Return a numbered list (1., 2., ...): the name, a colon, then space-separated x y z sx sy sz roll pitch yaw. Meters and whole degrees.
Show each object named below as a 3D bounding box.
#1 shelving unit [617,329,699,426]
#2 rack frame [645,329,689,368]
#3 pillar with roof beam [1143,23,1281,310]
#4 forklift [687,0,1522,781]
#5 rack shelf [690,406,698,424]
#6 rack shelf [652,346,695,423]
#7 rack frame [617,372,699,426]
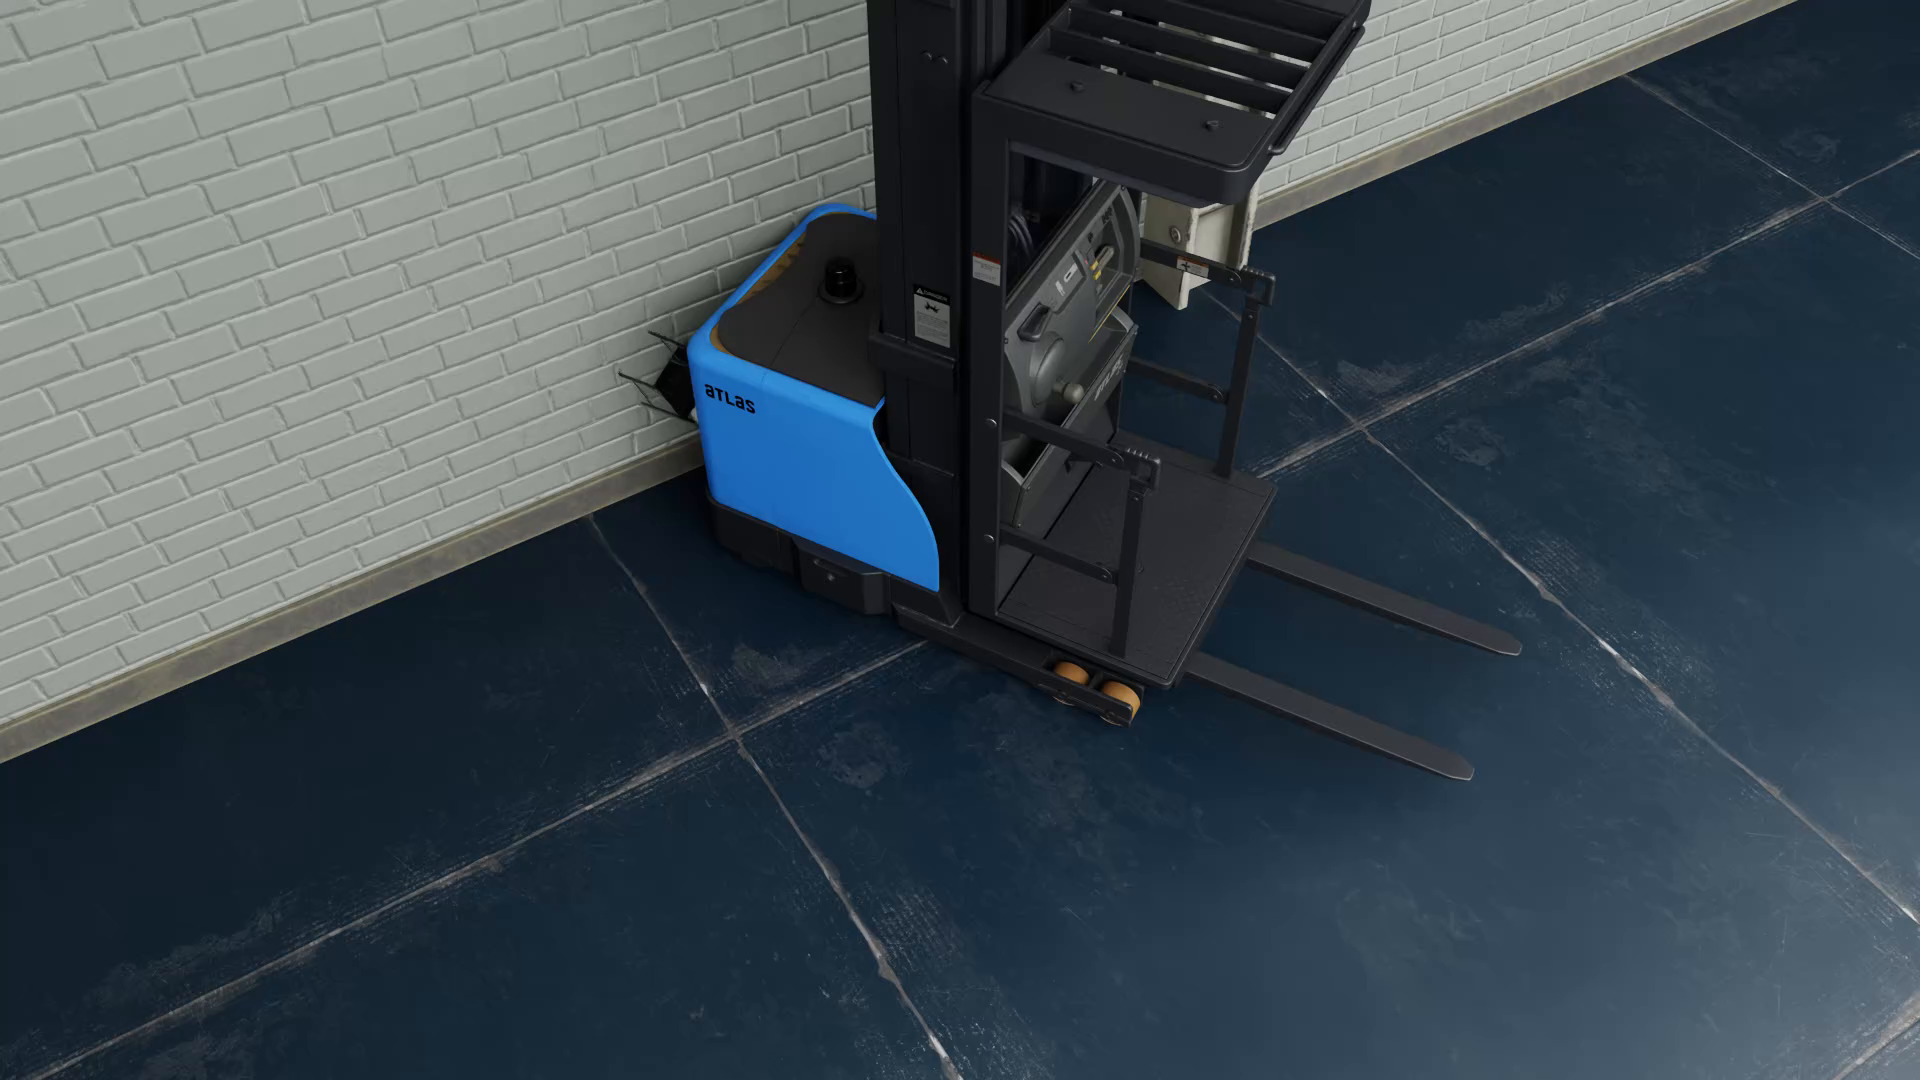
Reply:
1. shelving unit: -0.914 -0.558 6.641 0.900 0.210 0.258 19 21 -47
2. rack frame: -0.857 -0.638 6.616 0.900 0.006 0.240 19 21 -47
3. pillar with roof beam: 3.383 -1.504 2.009 0.400 9.000 9.100 -25 53 -21
4. forklift: 0.557 -0.755 5.405 3.031 2.935 1.130 22 52 18
5. rack shelf: -1.008 -0.591 6.534 0.077 0.200 0.258 19 21 -47
6. rack shelf: -1.065 -0.611 6.468 0.077 0.200 0.258 19 21 -47
7. rack frame: -0.971 -0.477 6.666 0.900 0.006 0.240 19 21 -47
